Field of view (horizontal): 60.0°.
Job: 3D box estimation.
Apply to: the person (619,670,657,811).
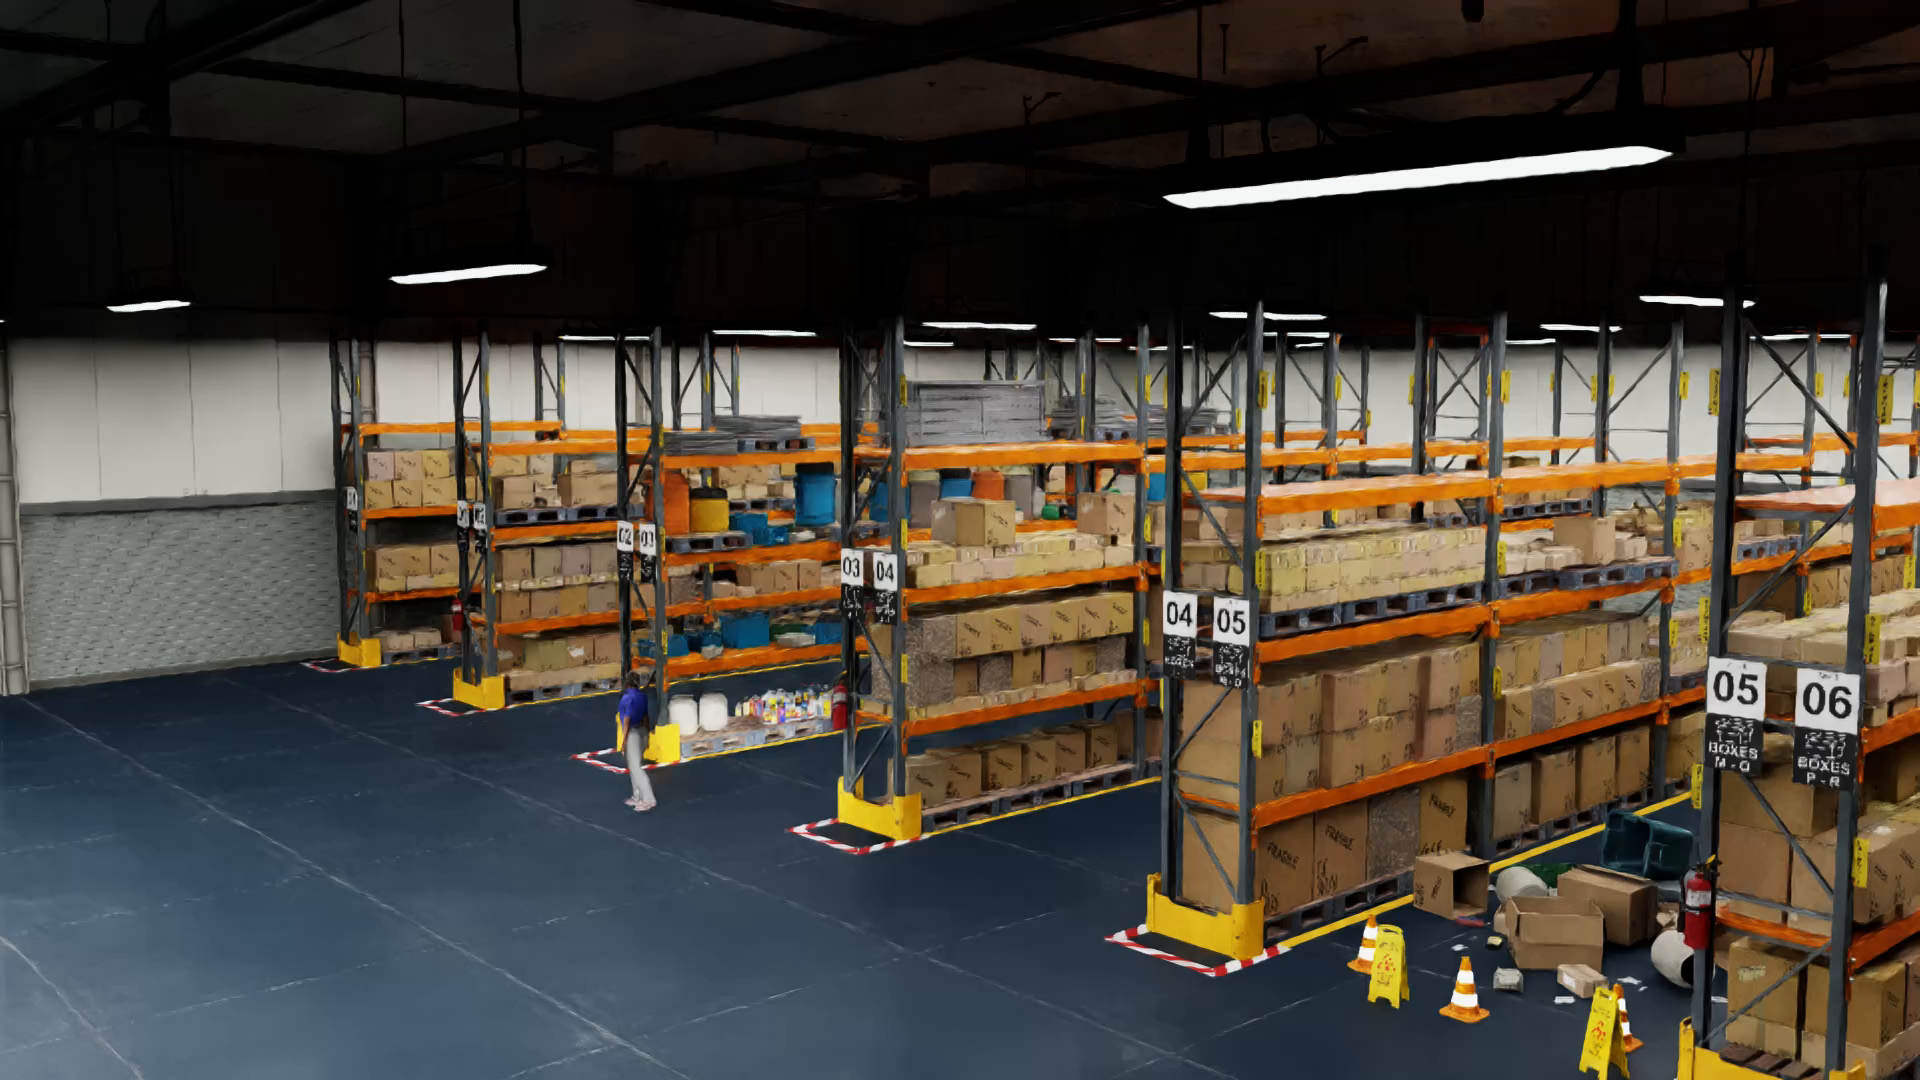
[{"bbox_3d":[-3.856,2.387,19.929,0.520,1.647,0.568,2,6,21],"label":"person"}]
